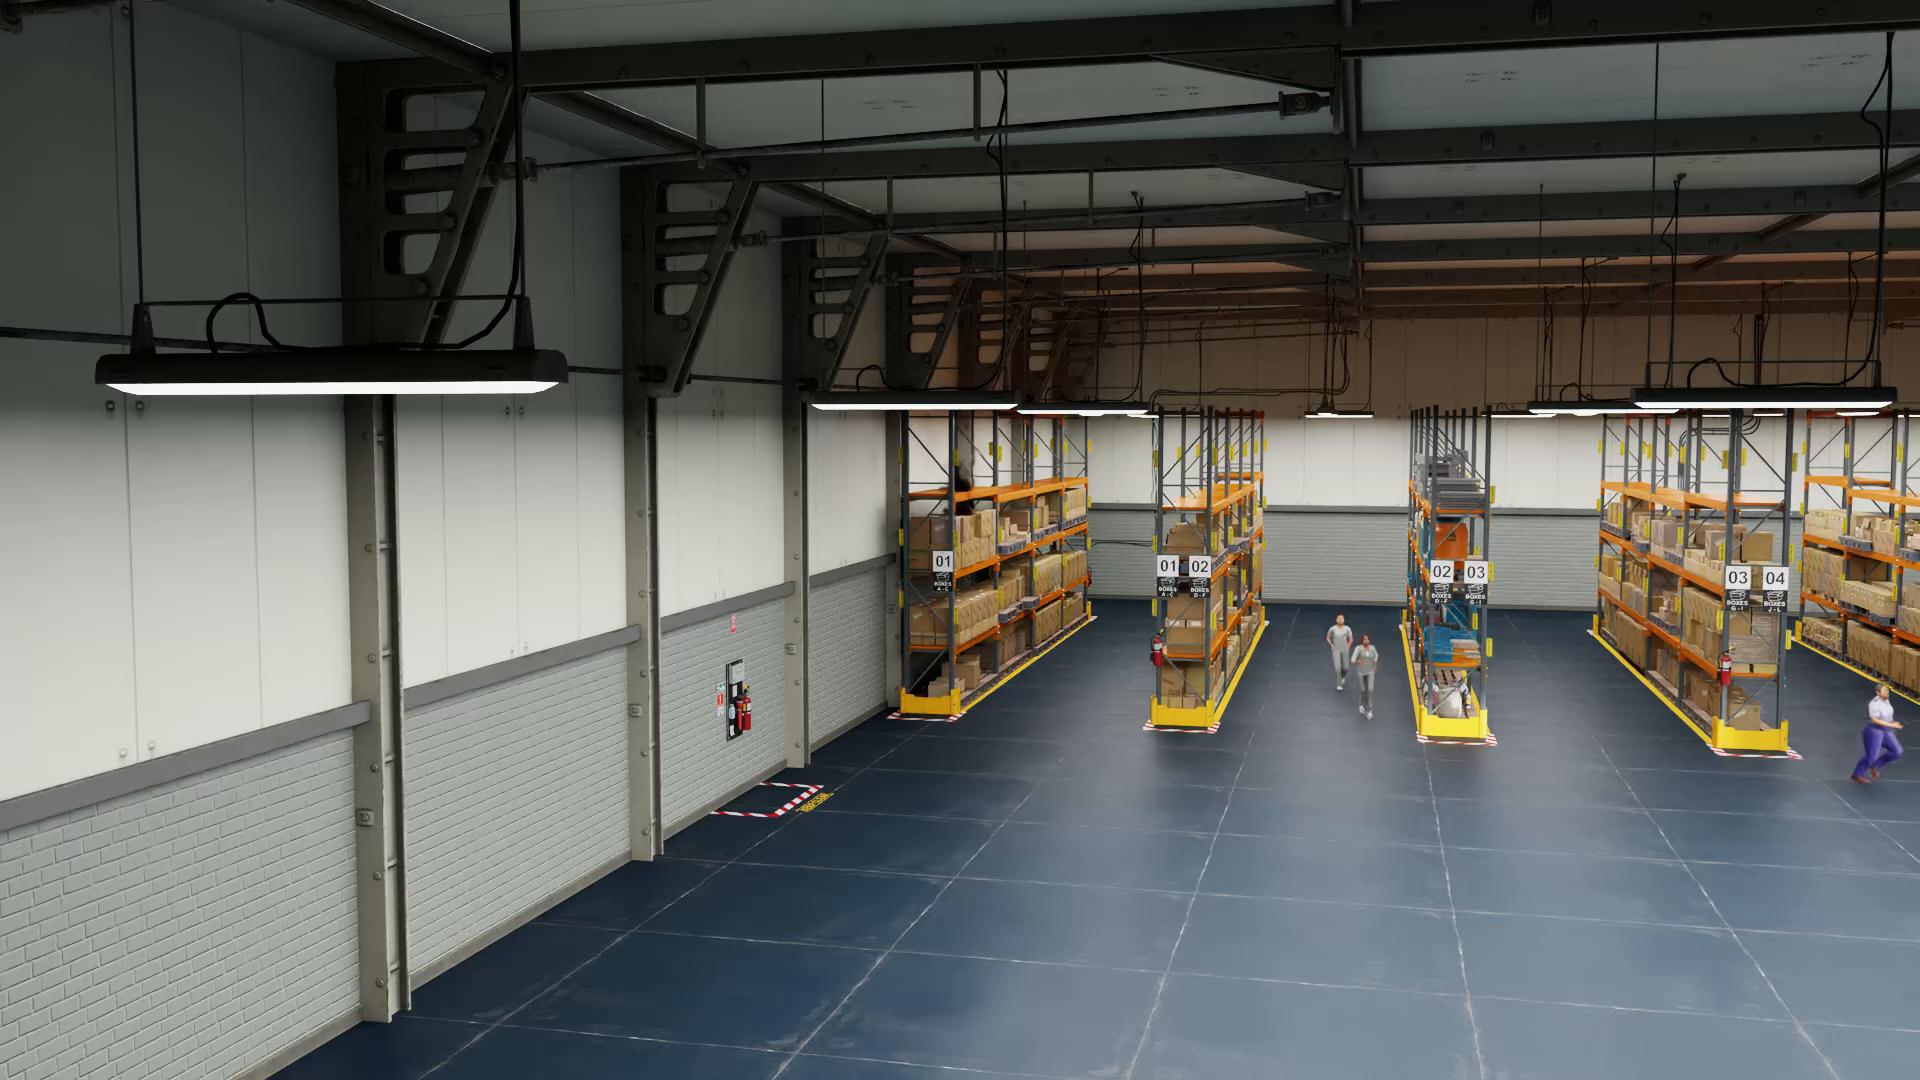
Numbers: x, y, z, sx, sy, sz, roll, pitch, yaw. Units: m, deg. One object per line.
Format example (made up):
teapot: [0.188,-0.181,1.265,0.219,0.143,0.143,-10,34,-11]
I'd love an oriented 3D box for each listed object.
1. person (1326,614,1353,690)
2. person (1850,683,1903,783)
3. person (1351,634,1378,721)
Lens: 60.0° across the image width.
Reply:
person: [8.082,2.370,35.406,0.561,1.619,0.591,0,4,6]
person: [14.444,3.053,26.100,0.625,1.578,0.753,-3,5,-34]
person: [7.806,2.612,32.084,0.528,1.633,0.750,1,4,8]
